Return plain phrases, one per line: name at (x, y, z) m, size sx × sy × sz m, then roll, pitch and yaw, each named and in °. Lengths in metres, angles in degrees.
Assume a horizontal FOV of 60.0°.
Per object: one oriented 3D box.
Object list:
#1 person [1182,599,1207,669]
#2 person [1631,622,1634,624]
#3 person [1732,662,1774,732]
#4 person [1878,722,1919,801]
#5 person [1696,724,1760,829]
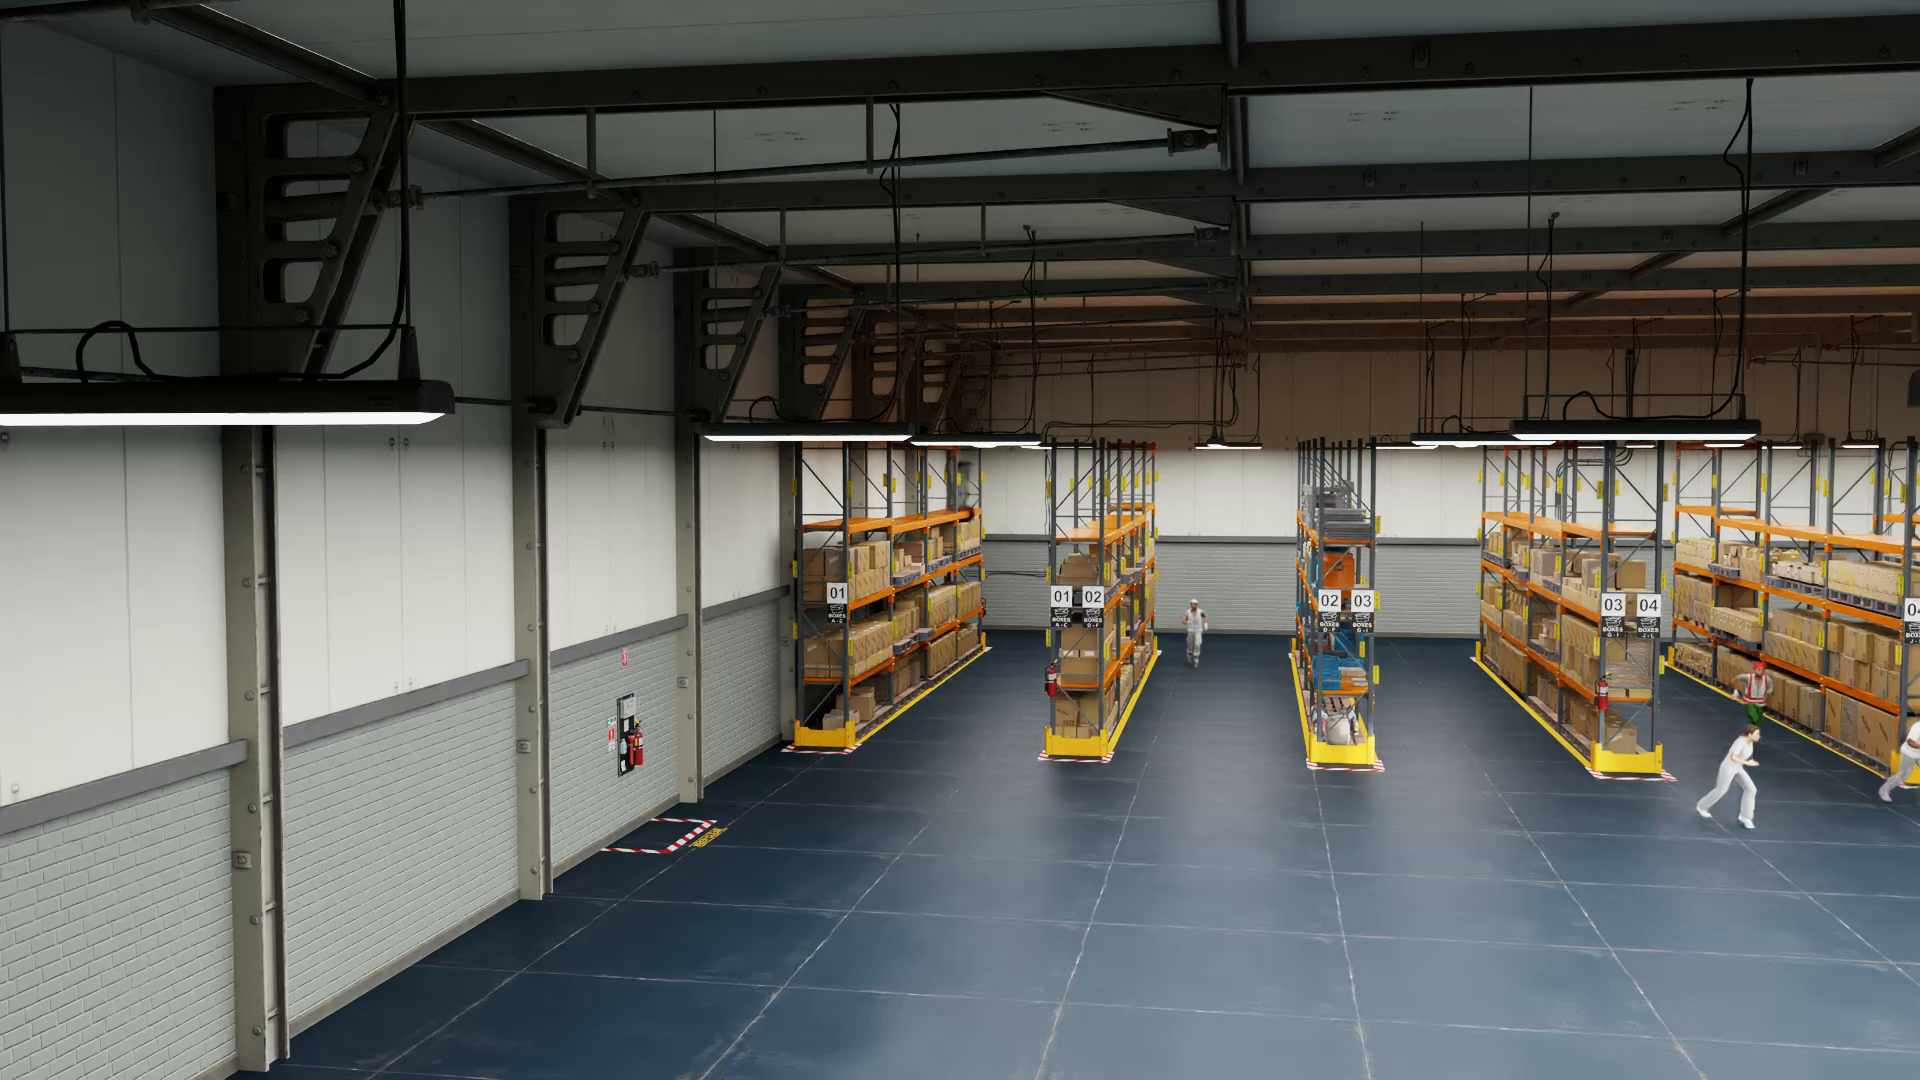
person at (6.257, 2.479, 44.352) m, size 0.672 × 1.814 × 0.981 m, roll 0°, pitch 3°, yaw 9°
person at (17.826, 2.536, 44.795) m, size 0.635 × 1.639 × 0.512 m, roll 2°, pitch 4°, yaw 34°
person at (15.184, 3.161, 31.795) m, size 0.643 × 1.701 × 0.875 m, roll 0°, pitch 3°, yaw -1°
person at (15.278, 3.502, 26.659) m, size 0.747 × 1.717 × 1.042 m, roll -2°, pitch 4°, yaw -31°
person at (11.824, 3.598, 25.590) m, size 0.605 × 1.625 × 0.953 m, roll -3°, pitch 4°, yaw -42°
